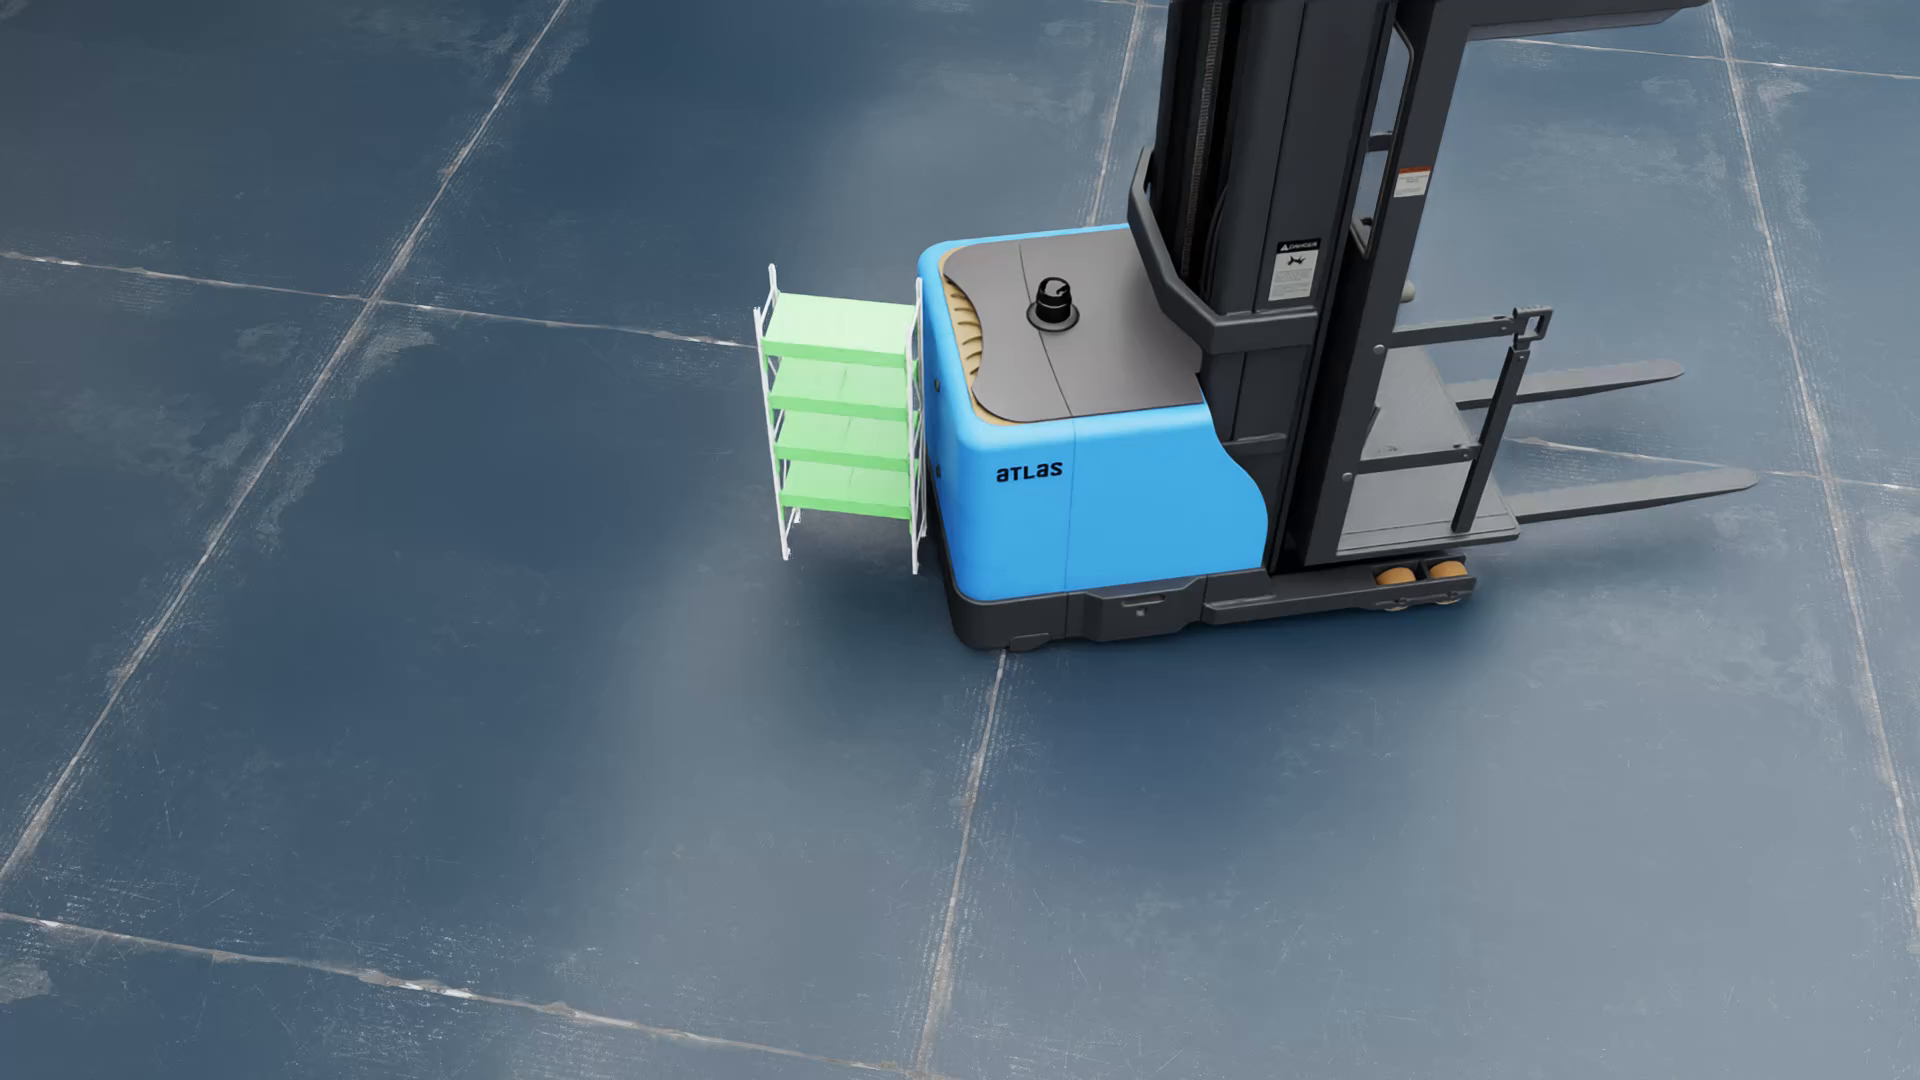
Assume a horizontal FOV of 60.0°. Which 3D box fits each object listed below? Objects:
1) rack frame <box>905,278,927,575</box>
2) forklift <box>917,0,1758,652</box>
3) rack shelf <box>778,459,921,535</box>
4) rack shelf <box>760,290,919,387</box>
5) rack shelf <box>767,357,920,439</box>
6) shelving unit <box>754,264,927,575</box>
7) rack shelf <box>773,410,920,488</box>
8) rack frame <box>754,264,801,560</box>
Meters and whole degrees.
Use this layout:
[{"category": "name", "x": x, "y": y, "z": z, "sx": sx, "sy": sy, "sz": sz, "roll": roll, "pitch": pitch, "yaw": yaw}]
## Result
[{"category": "rack frame", "x": -0.149, "y": -0.362, "z": 5.769, "sx": 0.015, "sy": 1.200, "sz": 0.240, "roll": 6, "pitch": 48, "yaw": 6}, {"category": "forklift", "x": 1.404, "y": -1.107, "z": 5.274, "sx": 3.031, "sy": 2.935, "sz": 1.130, "roll": -7, "pitch": 48, "yaw": -6}, {"category": "rack shelf", "x": -0.391, "y": -0.185, "z": 6.019, "sx": 0.480, "sy": 0.148, "sz": 0.258, "roll": 6, "pitch": 48, "yaw": 6}, {"category": "rack shelf", "x": -0.391, "y": -0.667, "z": 5.483, "sx": 0.480, "sy": 0.148, "sz": 0.258, "roll": 6, "pitch": 48, "yaw": 6}, {"category": "rack shelf", "x": -0.391, "y": -0.506, "z": 5.661, "sx": 0.480, "sy": 0.148, "sz": 0.258, "roll": 6, "pitch": 48, "yaw": 6}, {"category": "shelving unit", "x": -0.391, "y": -0.389, "z": 5.792, "sx": 0.503, "sy": 1.200, "sz": 0.258, "roll": 6, "pitch": 48, "yaw": 6}, {"category": "rack shelf", "x": -0.391, "y": -0.346, "z": 5.840, "sx": 0.480, "sy": 0.148, "sz": 0.258, "roll": 6, "pitch": 48, "yaw": 6}, {"category": "rack frame", "x": -0.632, "y": -0.415, "z": 5.816, "sx": 0.015, "sy": 1.200, "sz": 0.240, "roll": 6, "pitch": 48, "yaw": 6}]
